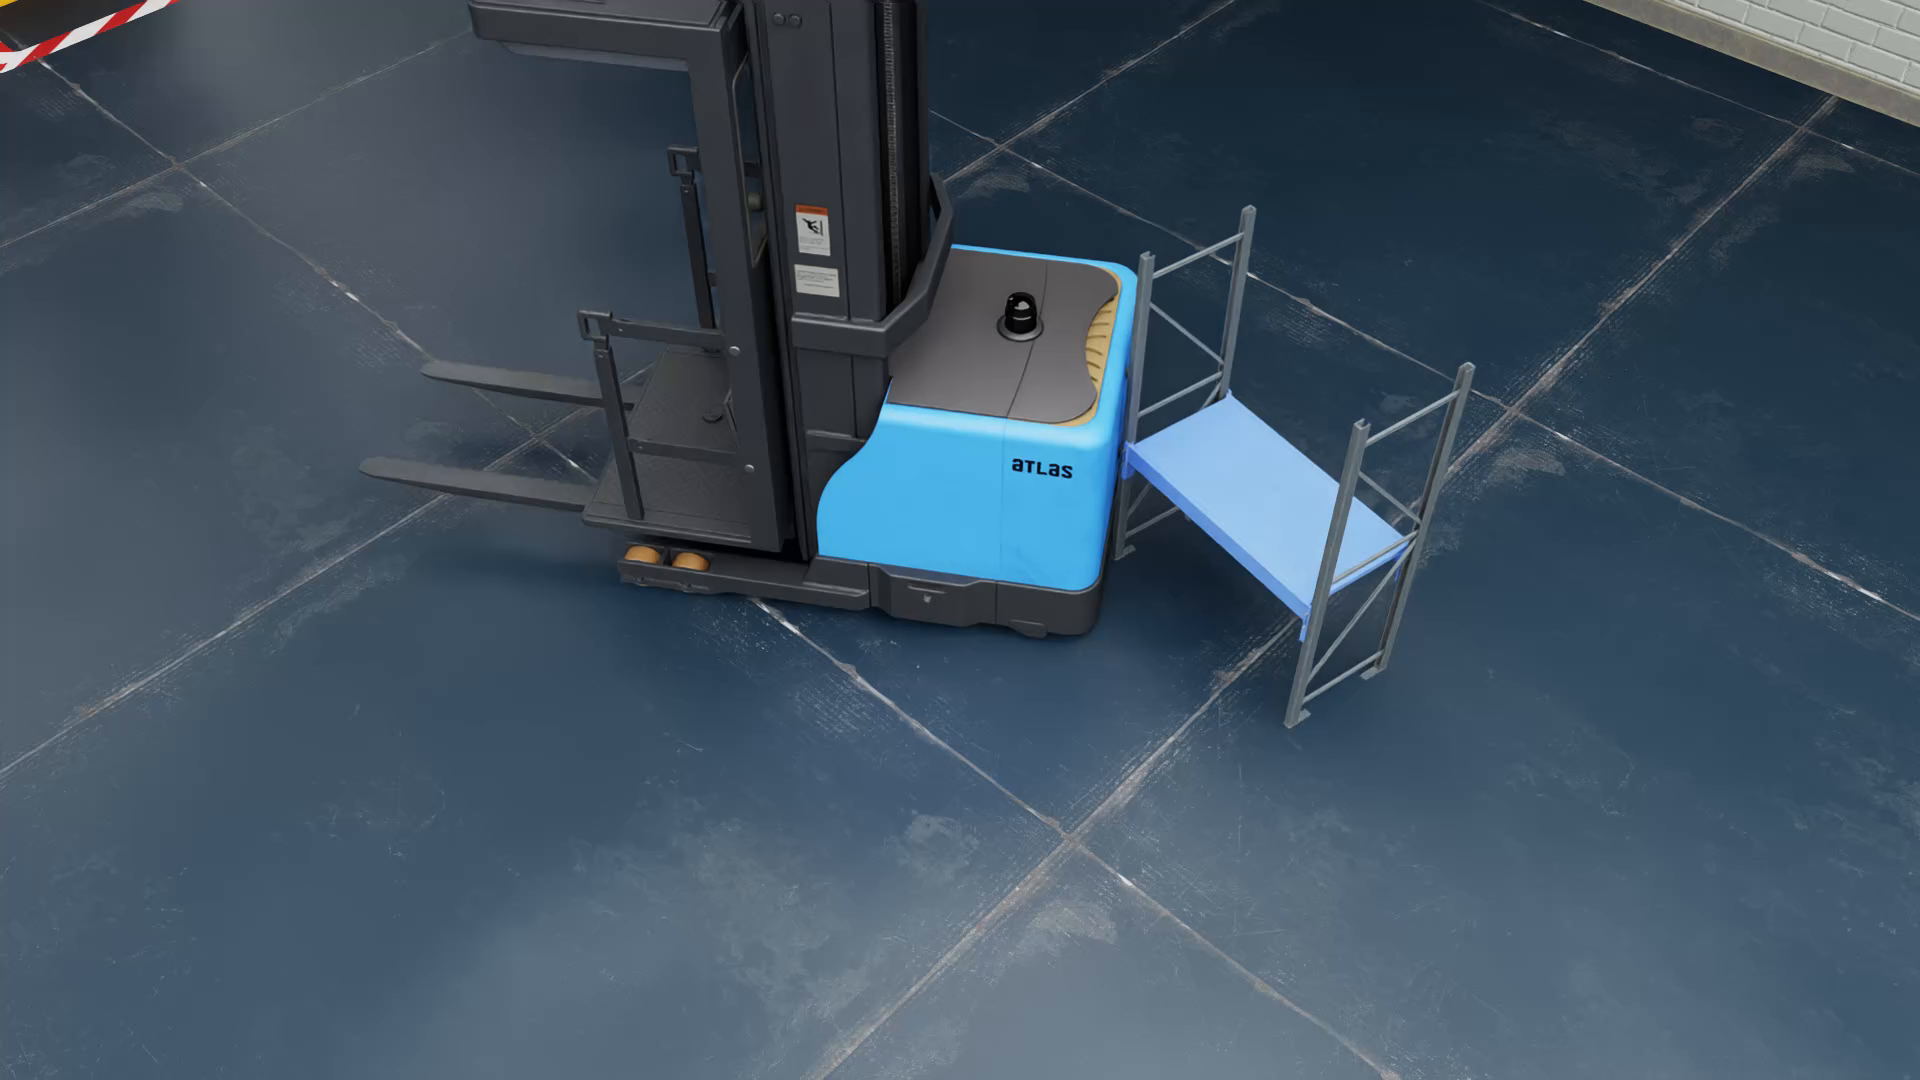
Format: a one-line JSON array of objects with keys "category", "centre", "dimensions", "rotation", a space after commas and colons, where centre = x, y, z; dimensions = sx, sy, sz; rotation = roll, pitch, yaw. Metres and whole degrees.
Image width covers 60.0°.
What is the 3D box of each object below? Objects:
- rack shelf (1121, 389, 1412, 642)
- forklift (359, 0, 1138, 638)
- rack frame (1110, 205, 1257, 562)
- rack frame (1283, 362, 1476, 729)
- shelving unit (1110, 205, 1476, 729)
[{"category": "rack shelf", "centre": [1.109, -0.113, 6.074], "dimensions": [0.538, 0.185, 1.000], "rotation": [-27, 52, -23]}, {"category": "forklift", "centre": [-0.880, -1.163, 5.831], "dimensions": [3.031, 2.935, 1.130], "rotation": [8, 47, 7]}, {"category": "rack frame", "centre": [0.817, -0.540, 6.228], "dimensions": [0.500, 1.500, 0.032], "rotation": [-27, 52, -23]}, {"category": "rack frame", "centre": [1.402, 0.067, 5.658], "dimensions": [0.500, 1.500, 0.032], "rotation": [-27, 52, -23]}, {"category": "shelving unit", "centre": [1.109, -0.236, 5.943], "dimensions": [0.538, 1.500, 1.048], "rotation": [-27, 52, -23]}]
